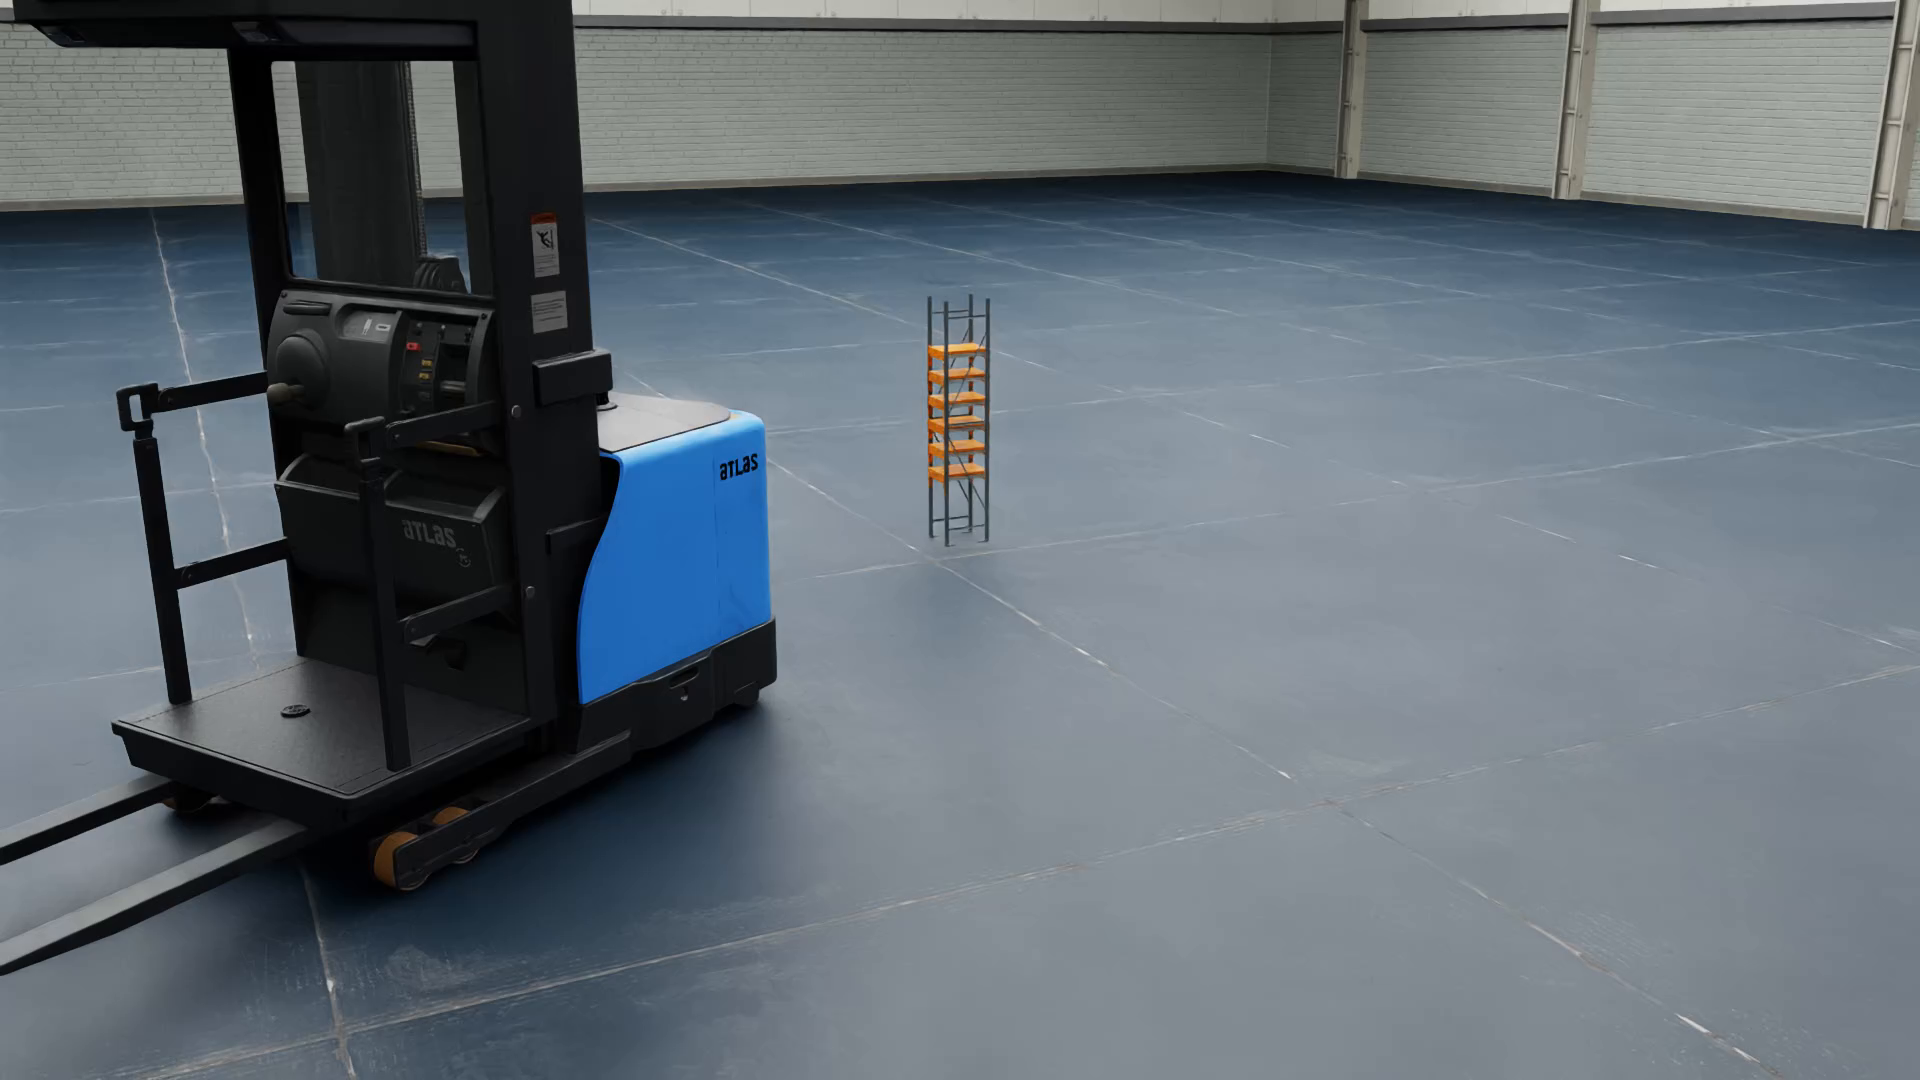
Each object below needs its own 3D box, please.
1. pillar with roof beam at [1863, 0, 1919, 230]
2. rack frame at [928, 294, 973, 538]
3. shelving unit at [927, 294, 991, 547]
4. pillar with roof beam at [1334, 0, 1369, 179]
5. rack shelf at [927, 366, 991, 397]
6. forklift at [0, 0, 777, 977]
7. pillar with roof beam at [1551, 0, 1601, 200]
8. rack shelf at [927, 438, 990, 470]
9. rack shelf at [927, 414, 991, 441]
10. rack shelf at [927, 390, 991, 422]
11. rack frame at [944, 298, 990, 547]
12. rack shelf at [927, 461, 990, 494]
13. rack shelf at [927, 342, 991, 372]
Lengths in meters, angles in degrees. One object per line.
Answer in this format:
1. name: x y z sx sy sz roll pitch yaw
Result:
1. pillar with roof beam: 9.309 -8.257 20.709 9.100 9.000 0.400 -8 18 -25
2. rack frame: -0.046 -0.603 8.177 0.240 1.200 0.006 -8 18 -25
3. shelving unit: -0.006 -0.580 8.098 0.258 1.200 0.189 -8 18 -25
4. pillar with roof beam: 4.052 -11.232 31.078 9.100 9.000 0.400 -8 18 -25
5. rack shelf: -0.006 -0.768 8.044 0.258 0.103 0.180 -8 18 -25
6. forklift: -1.872 -0.551 4.856 1.130 2.935 3.031 9 19 30
7. pillar with roof beam: 6.681 -9.745 25.893 9.100 9.000 0.400 -8 18 -25
8. rack shelf: -0.006 -0.422 8.143 0.258 0.103 0.180 -8 18 -25
9. rack shelf: -0.006 -0.538 8.110 0.258 0.103 0.180 -8 18 -25
10. rack shelf: -0.006 -0.653 8.077 0.258 0.103 0.180 -8 18 -25
11. rack frame: 0.034 -0.558 8.019 0.240 1.200 0.006 -8 18 -25
12. rack shelf: -0.006 -0.307 8.176 0.258 0.103 0.180 -8 18 -25
13. rack shelf: -0.006 -0.884 8.011 0.258 0.103 0.180 -8 18 -25
